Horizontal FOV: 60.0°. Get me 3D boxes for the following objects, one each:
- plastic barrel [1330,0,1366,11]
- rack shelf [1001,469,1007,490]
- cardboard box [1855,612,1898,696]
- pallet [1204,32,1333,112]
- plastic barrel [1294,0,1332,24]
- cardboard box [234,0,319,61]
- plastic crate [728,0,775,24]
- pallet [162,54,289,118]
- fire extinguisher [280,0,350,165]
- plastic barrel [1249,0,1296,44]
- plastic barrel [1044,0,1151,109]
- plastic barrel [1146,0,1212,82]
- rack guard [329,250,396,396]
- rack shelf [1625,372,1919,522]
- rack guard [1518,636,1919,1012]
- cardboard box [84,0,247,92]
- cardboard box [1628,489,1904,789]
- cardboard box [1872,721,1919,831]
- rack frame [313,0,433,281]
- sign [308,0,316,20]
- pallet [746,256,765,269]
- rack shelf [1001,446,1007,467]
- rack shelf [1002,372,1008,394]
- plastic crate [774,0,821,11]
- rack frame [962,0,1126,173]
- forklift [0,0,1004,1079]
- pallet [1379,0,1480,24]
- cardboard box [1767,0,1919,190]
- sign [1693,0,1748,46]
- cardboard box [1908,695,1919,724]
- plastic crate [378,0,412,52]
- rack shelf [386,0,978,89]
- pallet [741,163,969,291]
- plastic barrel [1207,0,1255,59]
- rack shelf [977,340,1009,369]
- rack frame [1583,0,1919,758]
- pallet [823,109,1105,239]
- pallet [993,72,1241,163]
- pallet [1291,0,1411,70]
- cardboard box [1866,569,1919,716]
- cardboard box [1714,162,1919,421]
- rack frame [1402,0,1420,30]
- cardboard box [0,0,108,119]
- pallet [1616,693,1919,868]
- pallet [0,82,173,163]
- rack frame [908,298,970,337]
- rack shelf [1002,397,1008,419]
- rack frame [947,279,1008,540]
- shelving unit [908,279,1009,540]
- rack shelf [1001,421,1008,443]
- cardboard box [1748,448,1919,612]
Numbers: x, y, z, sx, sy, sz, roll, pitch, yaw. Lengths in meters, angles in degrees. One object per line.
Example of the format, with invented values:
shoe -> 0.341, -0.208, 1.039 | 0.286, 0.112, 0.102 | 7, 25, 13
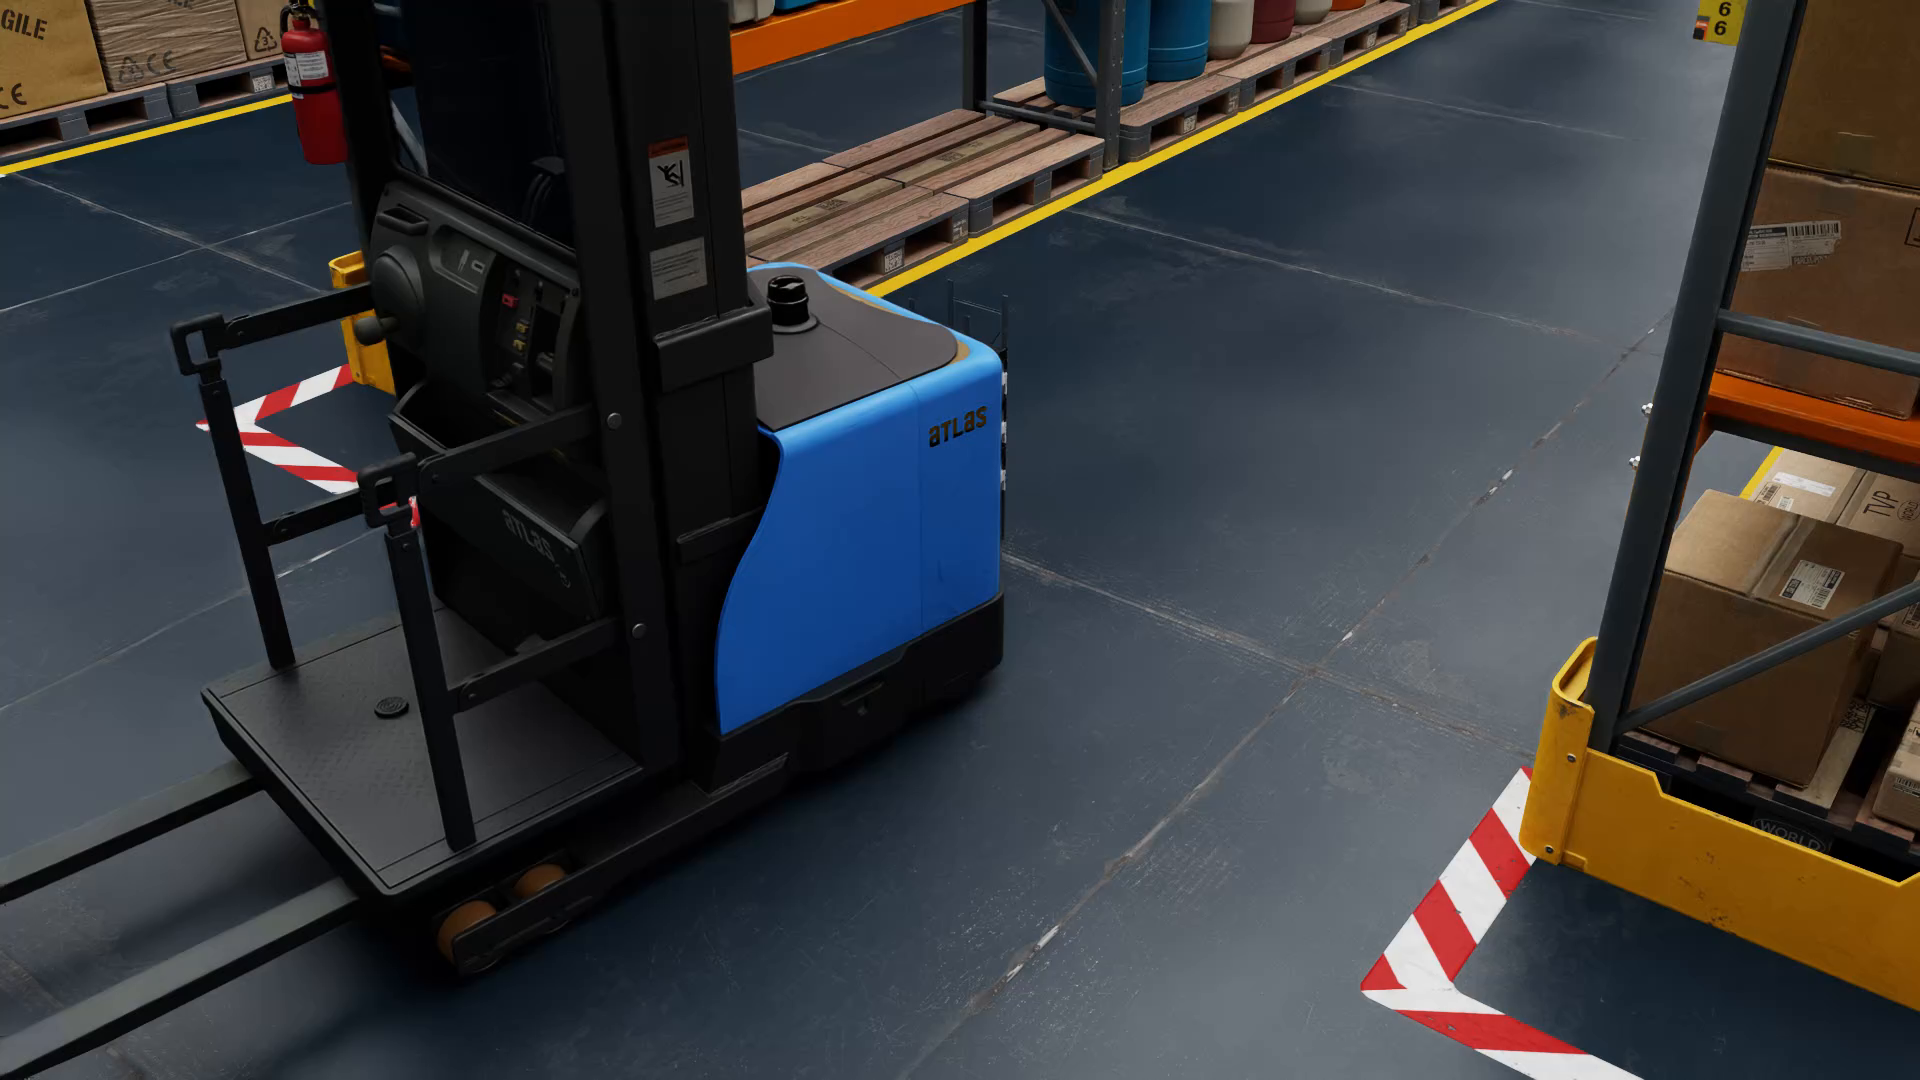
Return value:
plastic barrel -> 2.577, -4.162, 11.548 | 0.600, 0.830, 0.708 | 21, 37, 31
rack shelf -> -0.005, -0.200, 5.624 | 0.258, 0.077, 0.200 | 21, 37, 31
cardboard box -> 2.425, 0.254, 4.727 | 0.380, 0.166, 0.250 | 21, 37, 31
pallet -> 1.680, -3.093, 10.762 | 1.003, 0.211, 1.213 | 21, 37, 31
plastic barrel -> 2.308, -3.769, 11.195 | 0.421, 0.512, 0.421 | 0, 31, 0
cardboard box -> -4.510, -3.675, 10.681 | 0.875, 0.875, 0.875 | 21, 37, 31
plastic crate -> -0.889, -2.160, 6.652 | 0.250, 0.136, 0.298 | 21, 37, 31
pallet -> -4.762, -3.035, 10.664 | 1.003, 0.211, 1.213 | 21, 37, 31
fire extinguisher -> -2.423, -1.753, 6.207 | 0.296, 0.674, 0.183 | 21, 37, 31
plastic barrel -> 1.896, -3.600, 10.835 | 0.600, 0.588, 0.708 | 21, 37, 31
plastic barrel -> 0.787, -2.987, 9.495 | 0.600, 0.901, 0.708 | 21, 37, 31
plastic barrel -> 1.214, -3.275, 9.981 | 0.600, 0.901, 0.708 | 21, 37, 31
rack guard -> -1.974, -0.779, 6.573 | 1.175, 0.500, 0.348 | 21, 37, 31
rack shelf -> 3.184, -0.845, 4.940 | 1.077, 0.370, 4.000 | 21, 37, 31
rack guard -> 2.023, 0.703, 4.074 | 1.175, 0.500, 0.348 | 21, 37, 31
cardboard box -> -5.047, -3.313, 10.071 | 0.875, 0.875, 0.875 | 21, 37, 31
cardboard box -> 2.109, 0.248, 4.410 | 0.500, 0.500, 0.500 | 21, 37, 31
cardboard box -> 2.504, 0.631, 4.108 | 0.380, 0.149, 0.250 | 21, 37, 31
rack frame -> -1.970, -1.868, 5.959 | 1.000, 3.000, 0.127 | 21, 37, 31
sign -> -2.418, -2.101, 6.192 | 0.100, 0.325, 0.005 | 21, 37, 31
pallet -> -1.441, -0.991, 7.216 | 1.003, 0.211, 1.213 | 21, 37, 31
rack shelf -> -0.005, -0.278, 5.578 | 0.258, 0.077, 0.200 | 21, 37, 31
rack shelf -> -0.005, -0.510, 5.440 | 0.258, 0.077, 0.200 | 21, 37, 31
plastic crate -> -0.764, -2.356, 6.888 | 0.416, 0.233, 0.300 | 21, 37, 31
rack frame -> 0.445, -3.494, 8.703 | 1.000, 3.000, 0.127 | 21, 37, 31
forklift -> -1.294, -0.523, 3.758 | 3.031, 2.935, 1.130 | -25, 39, -36
pallet -> 3.358, -4.223, 12.668 | 1.003, 0.211, 1.213 | 21, 37, 31
cardboard box -> 2.026, -1.080, 3.552 | 0.500, 0.500, 0.500 | 21, 36, 31
sign -> 1.546, -1.155, 3.311 | 0.100, 0.325, 0.005 | 21, 37, 31
cardboard box -> 2.655, 0.522, 4.275 | 0.380, 0.166, 0.250 | 21, 37, 31
plastic crate -> -1.917, -2.102, 6.262 | 0.616, 0.435, 0.499 | 21, 37, 31
rack shelf -> -0.763, -2.371, 7.514 | 1.077, 0.370, 4.000 | 21, 37, 31
pallet -> -0.704, -1.485, 8.049 | 1.003, 0.211, 1.213 | 21, 37, 31
plastic barrel -> 1.626, -3.310, 10.421 | 0.421, 0.512, 0.421 | 0, 31, 0
rack shelf -> -0.005, -0.587, 5.394 | 0.258, 0.077, 0.200 | 21, 37, 31
rack frame -> 1.977, -0.342, 3.384 | 1.000, 3.000, 0.127 | 21, 37, 31
pallet -> 0.032, -1.983, 8.889 | 1.003, 0.211, 1.213 | 21, 37, 31
pallet -> 0.944, -2.595, 9.921 | 1.003, 0.211, 1.213 | 21, 37, 31
pallet -> 2.416, -3.587, 11.595 | 1.003, 0.211, 1.213 | 21, 37, 31
cardboard box -> 2.833, 0.315, 4.542 | 0.500, 0.250, 0.500 | 21, 37, 31
cardboard box -> 2.030, -0.651, 3.808 | 0.500, 0.500, 0.500 | 22, 37, 33
rack frame -> 2.859, -5.119, 11.446 | 1.000, 3.000, 0.127 | 21, 37, 31
cardboard box -> -5.596, -2.943, 9.446 | 0.875, 0.875, 0.875 | 21, 37, 31
pallet -> 2.503, 0.503, 4.695 | 1.003, 0.211, 1.213 | 21, 37, 31
pallet -> -5.498, -2.541, 9.831 | 1.003, 0.211, 1.213 | 21, 37, 31
rack frame -> -0.066, -0.343, 5.445 | 0.240, 0.900, 0.006 | 21, 37, 31
rack shelf -> -0.005, -0.433, 5.486 | 0.258, 0.077, 0.200 | 21, 37, 31
rack frame -> 0.056, -0.425, 5.585 | 0.240, 0.900, 0.006 | 21, 37, 31
shelving unit -> -0.005, -0.384, 5.515 | 0.258, 0.900, 0.210 | 21, 37, 31
rack shelf -> -0.005, -0.355, 5.532 | 0.258, 0.077, 0.200 | 21, 37, 31
cardboard box -> 2.706, -0.022, 5.110 | 0.500, 0.250, 0.500 | 21, 37, 31
